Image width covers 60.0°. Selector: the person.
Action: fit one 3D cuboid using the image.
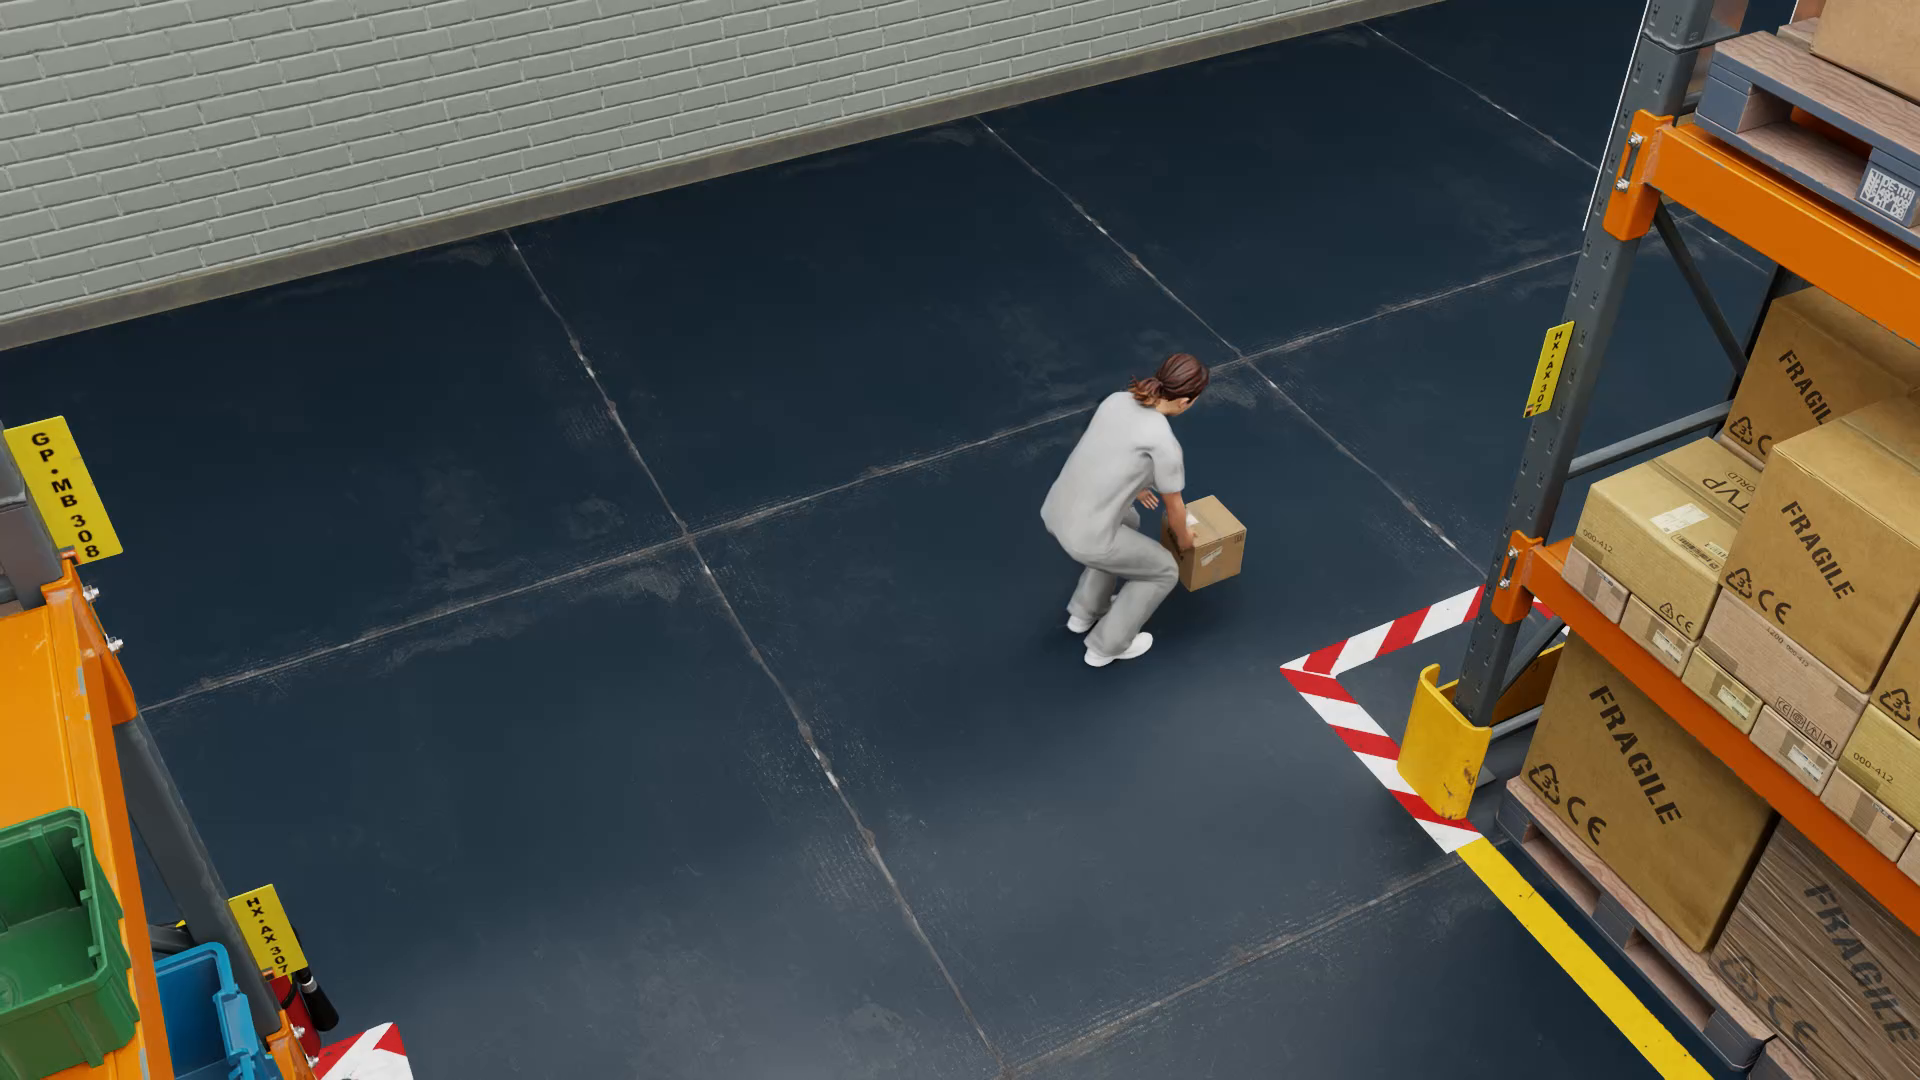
[{"bbox_3d":[0.636,-0.123,6.582,0.680,1.306,0.492,-19,45,-20],"label":"person"}]
